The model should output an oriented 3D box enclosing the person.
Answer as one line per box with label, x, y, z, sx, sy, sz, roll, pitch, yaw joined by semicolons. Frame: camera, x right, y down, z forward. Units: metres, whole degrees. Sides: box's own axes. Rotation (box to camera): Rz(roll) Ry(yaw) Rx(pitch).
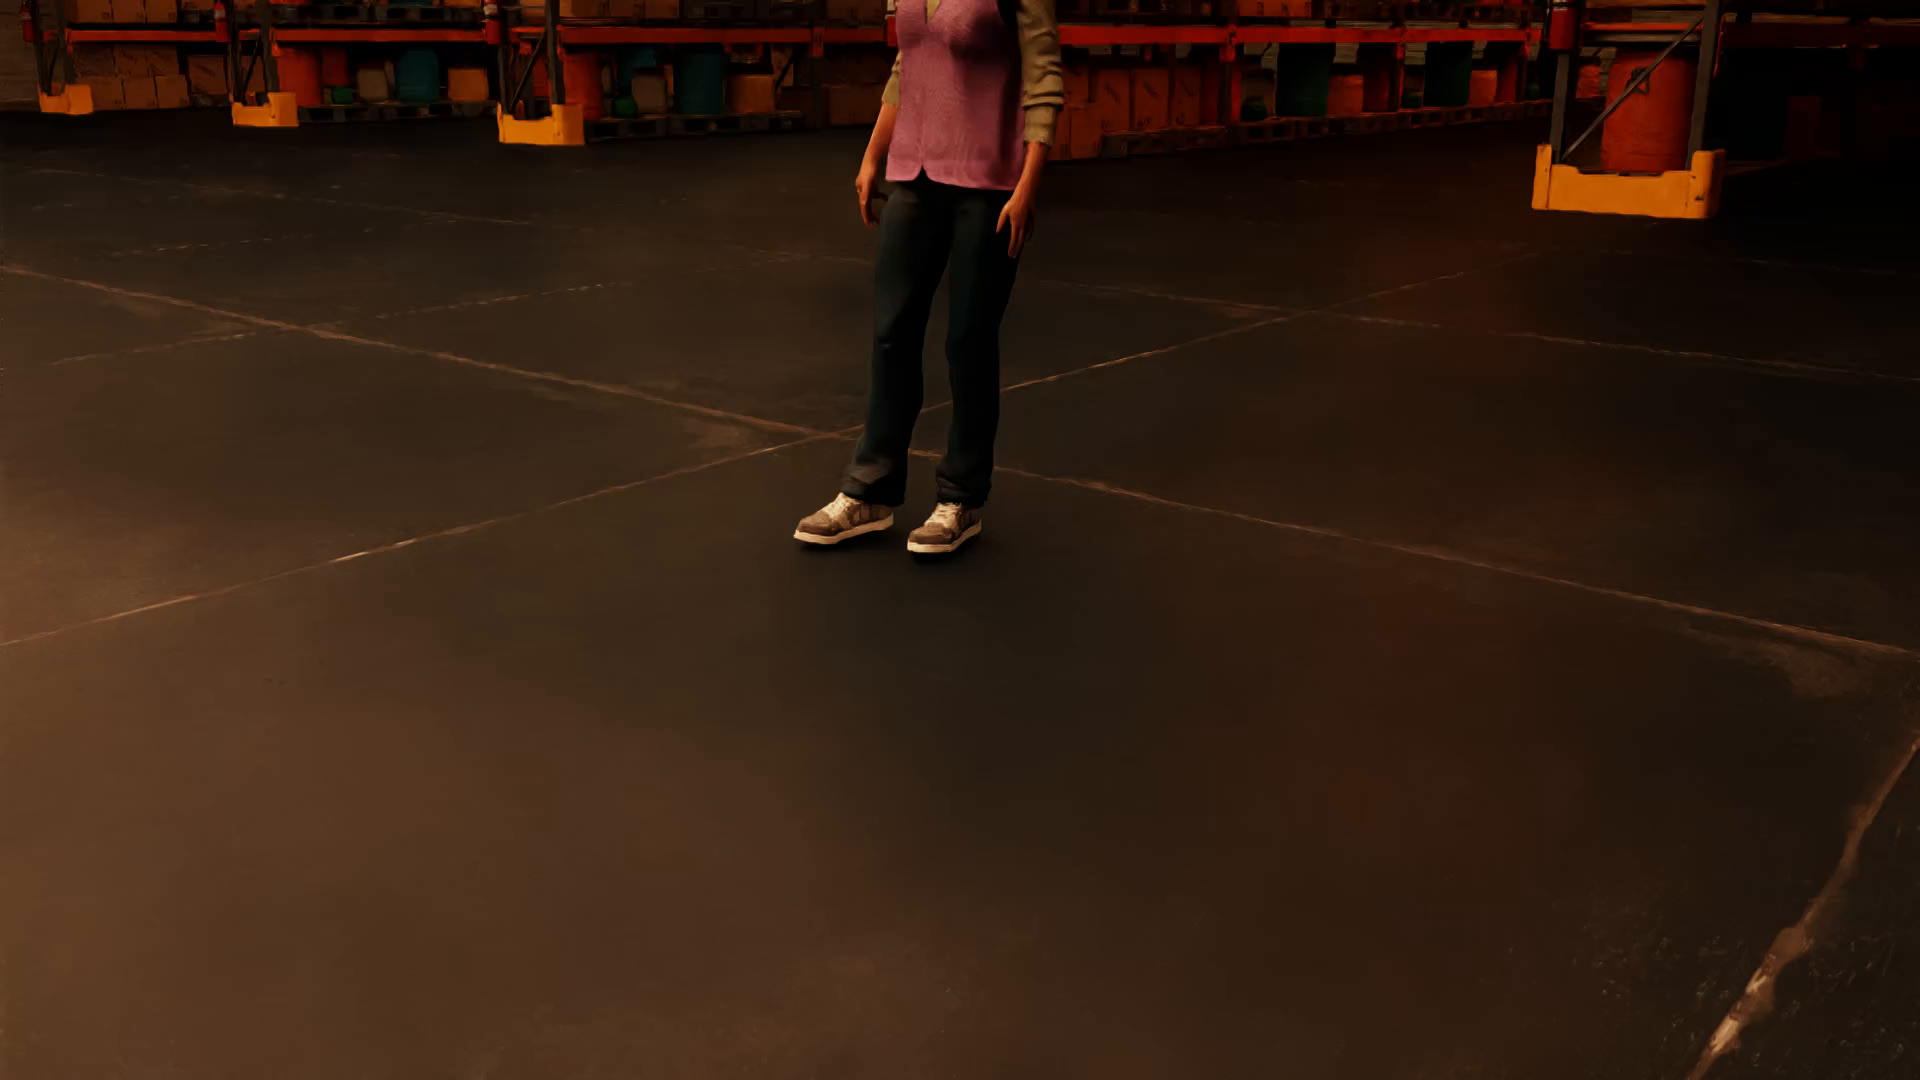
person;-0.058;-0.757;3.662;0.520;1.597;0.474;13;21;37
